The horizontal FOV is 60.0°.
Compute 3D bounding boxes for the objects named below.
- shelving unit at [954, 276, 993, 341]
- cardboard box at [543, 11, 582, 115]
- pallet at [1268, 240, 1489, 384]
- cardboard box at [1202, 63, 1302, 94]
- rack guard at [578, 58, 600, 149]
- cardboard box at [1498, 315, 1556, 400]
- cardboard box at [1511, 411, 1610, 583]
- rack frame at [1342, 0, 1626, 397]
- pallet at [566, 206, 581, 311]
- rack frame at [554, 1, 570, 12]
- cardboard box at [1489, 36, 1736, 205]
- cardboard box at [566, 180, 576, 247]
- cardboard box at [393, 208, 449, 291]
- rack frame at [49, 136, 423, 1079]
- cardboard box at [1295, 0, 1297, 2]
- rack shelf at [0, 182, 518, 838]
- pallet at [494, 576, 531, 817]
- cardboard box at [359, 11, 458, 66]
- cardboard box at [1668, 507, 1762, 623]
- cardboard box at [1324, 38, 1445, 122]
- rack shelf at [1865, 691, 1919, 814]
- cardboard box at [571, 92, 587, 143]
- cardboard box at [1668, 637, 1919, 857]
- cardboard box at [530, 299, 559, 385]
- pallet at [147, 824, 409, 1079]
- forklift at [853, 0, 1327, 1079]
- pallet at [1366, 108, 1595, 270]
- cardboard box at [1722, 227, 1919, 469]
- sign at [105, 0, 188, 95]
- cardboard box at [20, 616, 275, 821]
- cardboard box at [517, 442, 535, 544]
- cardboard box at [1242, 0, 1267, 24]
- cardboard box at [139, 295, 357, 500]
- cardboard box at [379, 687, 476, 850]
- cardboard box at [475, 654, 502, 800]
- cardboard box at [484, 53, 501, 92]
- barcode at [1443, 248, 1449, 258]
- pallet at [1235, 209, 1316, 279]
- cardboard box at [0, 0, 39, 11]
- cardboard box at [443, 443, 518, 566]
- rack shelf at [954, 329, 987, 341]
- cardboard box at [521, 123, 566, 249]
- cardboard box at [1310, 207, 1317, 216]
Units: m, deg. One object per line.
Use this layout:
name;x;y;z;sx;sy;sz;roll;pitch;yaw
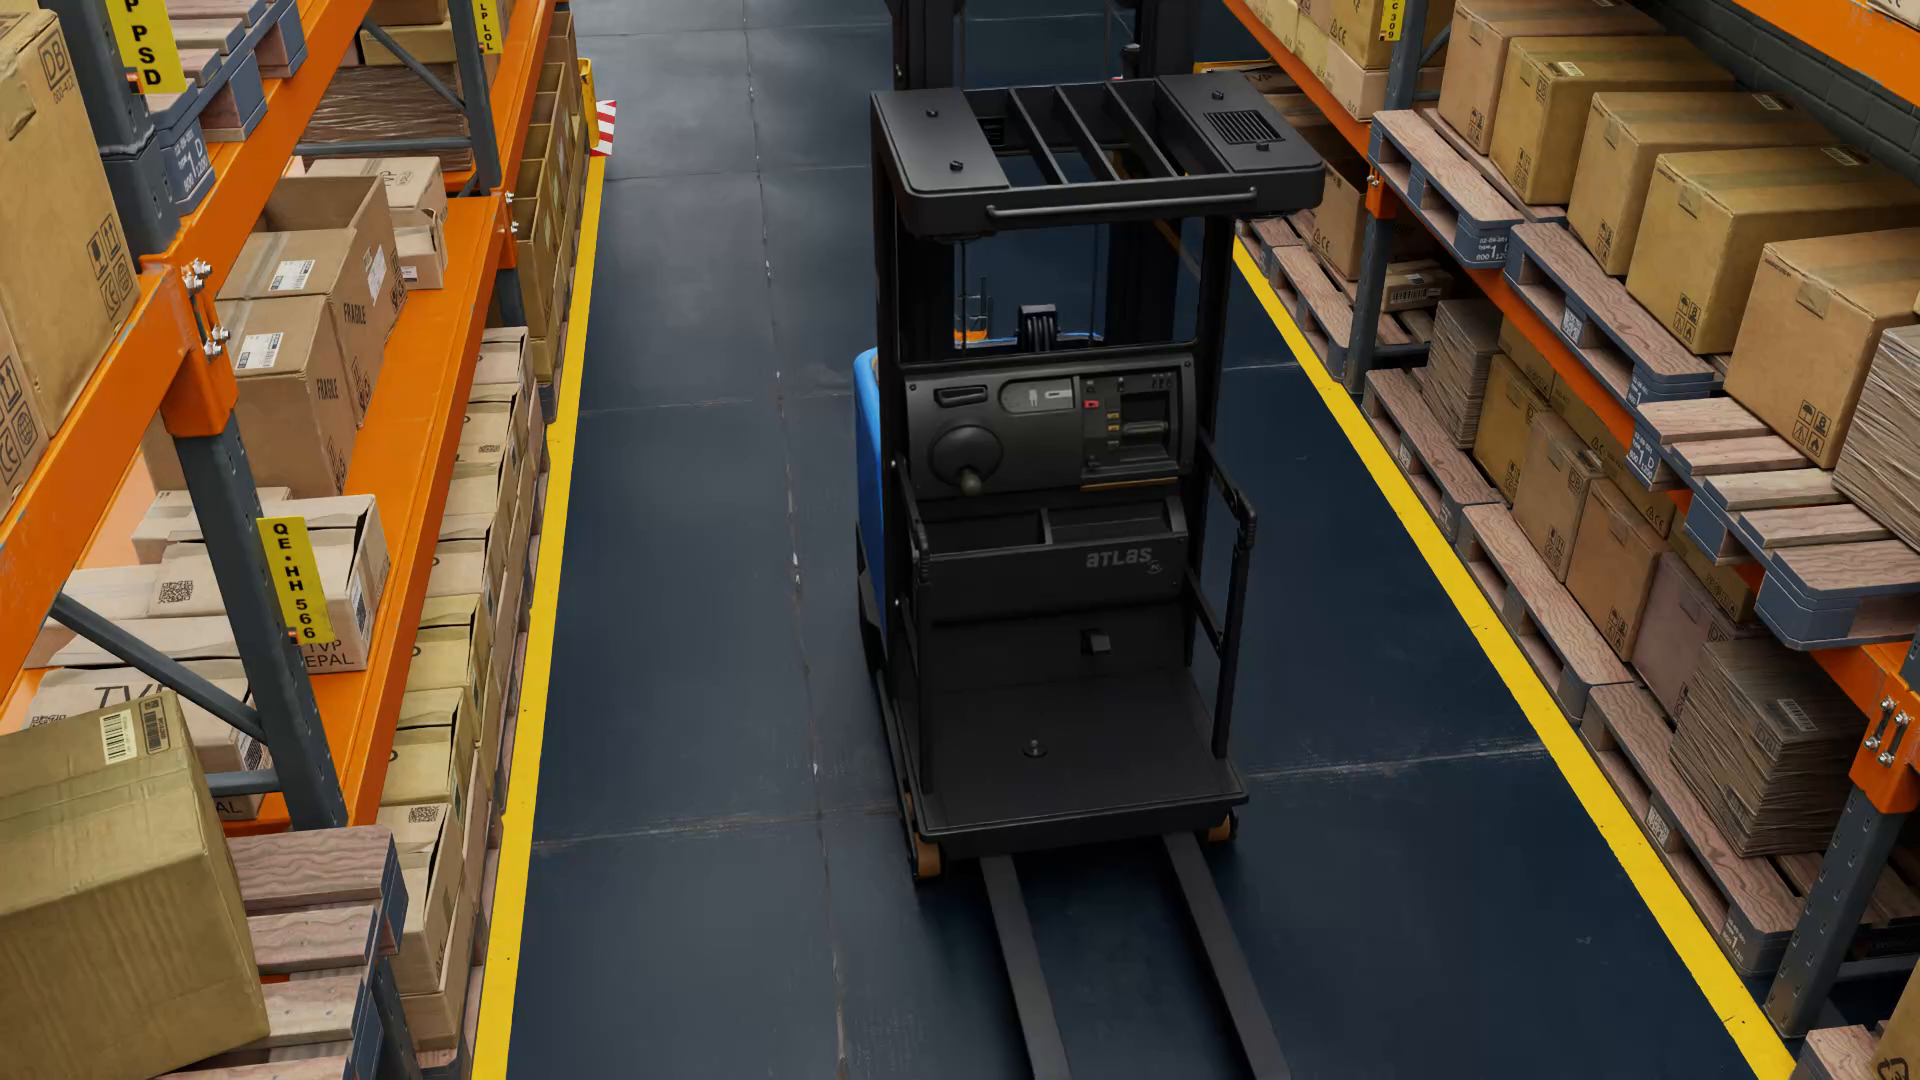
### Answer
shelving unit;-0.002;-0.504;6.924;0.258;1.200;0.189;-4;35;-6
cardboard box;-2.643;-2.954;10.324;0.500;0.500;0.500;-4;35;-6
pallet;2.311;-1.249;8.895;1.003;0.211;1.213;-4;35;-6
cardboard box;1.902;-2.939;10.896;0.500;0.311;0.500;-8;35;-12
rack guard;-3.013;-2.864;11.009;1.175;0.500;0.348;-4;35;-6
cardboard box;2.614;-0.833;6.971;0.500;0.250;0.500;-5;35;-7
cardboard box;2.699;-0.196;6.703;0.700;0.500;0.500;-4;34;-6
rack frame;2.436;-2.029;7.564;1.000;3.000;0.127;-4;35;-6
pallet;-2.705;-1.629;9.452;1.003;0.211;1.213;-4;35;-6
rack frame;-3.010;-3.884;10.285;1.000;3.000;0.127;-4;35;-6
cardboard box;2.539;-1.653;6.533;0.700;0.500;0.500;-1;34;-1
cardboard box;-2.432;-1.808;9.308;0.500;0.250;0.500;-4;35;-6
cardboard box;-2.172;-1.119;6.348;0.396;0.266;0.258;-5;35;-8
rack frame;-1.934;0.580;3.735;1.000;3.000;0.127;-4;35;-6
cardboard box;1.936;-3.085;8.563;0.500;0.500;0.500;-5;35;-8
rack shelf;-2.203;-0.238;5.575;1.077;0.370;4.000;-4;35;-6
pallet;-2.167;0.591;6.195;1.003;0.211;1.213;-4;35;-6
cardboard box;-2.316;-2.126;7.041;0.380;0.149;0.250;-4;35;-6
cardboard box;2.811;0.024;5.715;0.500;0.250;0.500;-4;34;-5
cardboard box;2.072;-2.217;7.954;0.500;0.250;0.500;-4;35;-6
rack shelf;3.243;1.617;2.853;1.077;0.370;4.000;-4;35;-6
cardboard box;-2.645;-2.644;10.535;0.500;0.250;0.500;-4;35;-6
cardboard box;2.826;0.656;5.452;0.700;0.500;0.500;-4;34;-6
cardboard box;-2.234;-0.971;8.080;0.500;0.250;0.500;-4;35;-6
pallet;-1.773;1.033;3.241;1.213;0.211;1.003;-4;35;-6
forklift;0.331;-0.298;5.084;1.130;2.935;3.031;-6;35;-8
pallet;2.395;-1.512;6.976;1.003;0.211;1.213;-4;35;-6
cardboard box;2.799;-0.591;4.975;0.700;0.500;0.500;-8;35;-11
sign;-1.396;-0.913;2.803;0.100;0.325;0.005;-4;35;-6
cardboard box;-1.940;0.411;4.062;0.500;0.311;0.500;-2;34;-3
cardboard box;-2.063;-0.197;6.944;0.500;0.250;0.500;-5;35;-7
cardboard box;1.861;-3.055;9.185;0.500;0.250;0.500;-4;34;-6
cardboard box;-2.176;-0.396;5.079;0.500;0.500;0.500;-6;35;-9
cardboard box;-1.793;0.704;5.124;0.500;0.311;0.500;-5;35;-8
cardboard box;-1.858;0.659;5.689;0.500;0.250;0.500;-5;35;-8
cardboard box;-2.679;-2.514;8.187;0.700;0.500;0.500;-4;34;-6
barcode;2.619;-1.559;8.952;0.001;0.075;0.075;-4;35;-6
pallet;2.143;-1.931;9.896;1.003;0.211;1.213;-4;35;-6
cardboard box;-2.051;-1.020;3.179;0.500;0.250;0.500;-7;35;-10
cardboard box;-1.993;-0.148;6.374;0.500;0.311;0.500;-4;35;-7
rack shelf;-0.002;-0.765;6.746;0.258;0.103;0.180;-4;35;-6
cardboard box;-2.359;-1.839;8.688;0.500;0.500;0.500;-4;35;-6
cardboard box;2.241;-1.927;9.555;0.380;0.149;0.250;-7;35;-10
